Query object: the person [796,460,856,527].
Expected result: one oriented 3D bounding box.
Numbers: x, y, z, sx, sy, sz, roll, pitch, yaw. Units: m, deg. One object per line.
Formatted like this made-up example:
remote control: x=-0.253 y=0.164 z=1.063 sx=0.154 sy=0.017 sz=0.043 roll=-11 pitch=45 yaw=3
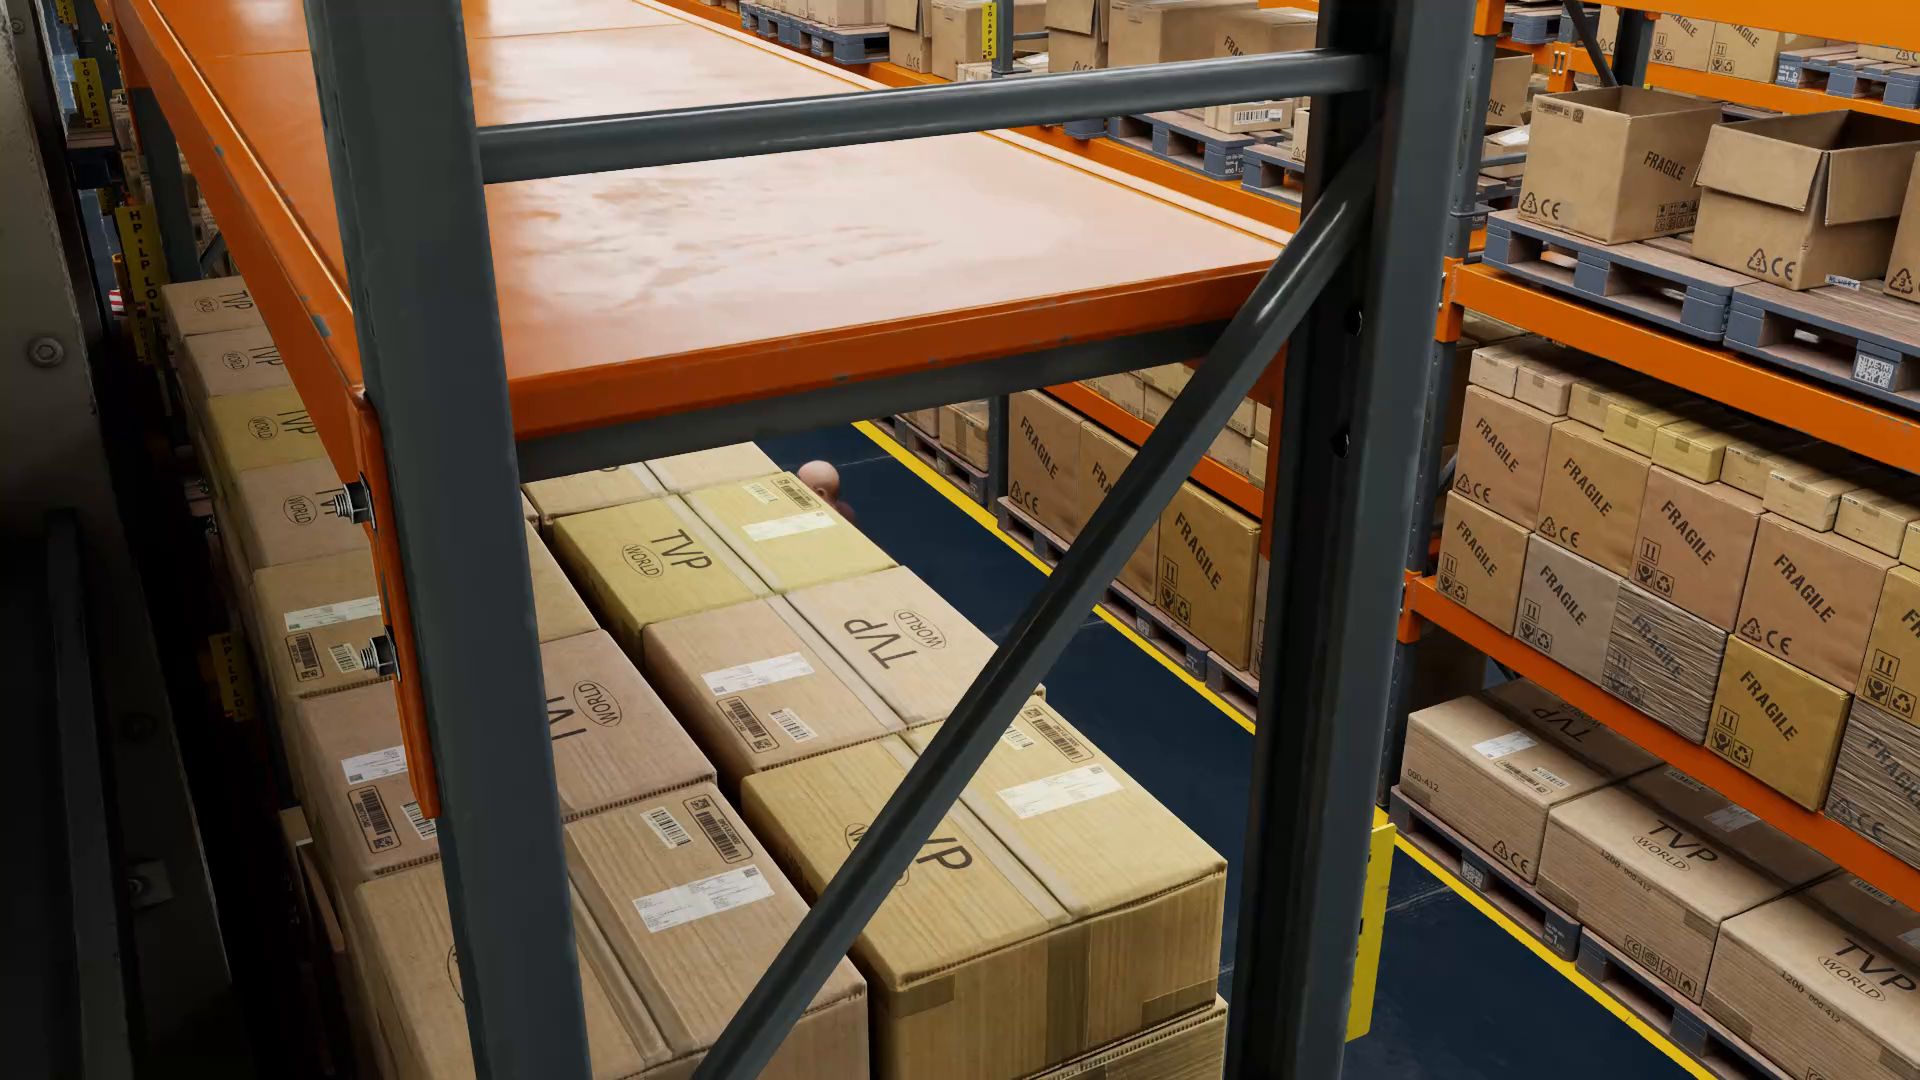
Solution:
person: x=-0.579 y=0.470 z=8.088 sx=0.546 sy=1.766 sz=0.732 roll=3 pitch=25 yaw=7
